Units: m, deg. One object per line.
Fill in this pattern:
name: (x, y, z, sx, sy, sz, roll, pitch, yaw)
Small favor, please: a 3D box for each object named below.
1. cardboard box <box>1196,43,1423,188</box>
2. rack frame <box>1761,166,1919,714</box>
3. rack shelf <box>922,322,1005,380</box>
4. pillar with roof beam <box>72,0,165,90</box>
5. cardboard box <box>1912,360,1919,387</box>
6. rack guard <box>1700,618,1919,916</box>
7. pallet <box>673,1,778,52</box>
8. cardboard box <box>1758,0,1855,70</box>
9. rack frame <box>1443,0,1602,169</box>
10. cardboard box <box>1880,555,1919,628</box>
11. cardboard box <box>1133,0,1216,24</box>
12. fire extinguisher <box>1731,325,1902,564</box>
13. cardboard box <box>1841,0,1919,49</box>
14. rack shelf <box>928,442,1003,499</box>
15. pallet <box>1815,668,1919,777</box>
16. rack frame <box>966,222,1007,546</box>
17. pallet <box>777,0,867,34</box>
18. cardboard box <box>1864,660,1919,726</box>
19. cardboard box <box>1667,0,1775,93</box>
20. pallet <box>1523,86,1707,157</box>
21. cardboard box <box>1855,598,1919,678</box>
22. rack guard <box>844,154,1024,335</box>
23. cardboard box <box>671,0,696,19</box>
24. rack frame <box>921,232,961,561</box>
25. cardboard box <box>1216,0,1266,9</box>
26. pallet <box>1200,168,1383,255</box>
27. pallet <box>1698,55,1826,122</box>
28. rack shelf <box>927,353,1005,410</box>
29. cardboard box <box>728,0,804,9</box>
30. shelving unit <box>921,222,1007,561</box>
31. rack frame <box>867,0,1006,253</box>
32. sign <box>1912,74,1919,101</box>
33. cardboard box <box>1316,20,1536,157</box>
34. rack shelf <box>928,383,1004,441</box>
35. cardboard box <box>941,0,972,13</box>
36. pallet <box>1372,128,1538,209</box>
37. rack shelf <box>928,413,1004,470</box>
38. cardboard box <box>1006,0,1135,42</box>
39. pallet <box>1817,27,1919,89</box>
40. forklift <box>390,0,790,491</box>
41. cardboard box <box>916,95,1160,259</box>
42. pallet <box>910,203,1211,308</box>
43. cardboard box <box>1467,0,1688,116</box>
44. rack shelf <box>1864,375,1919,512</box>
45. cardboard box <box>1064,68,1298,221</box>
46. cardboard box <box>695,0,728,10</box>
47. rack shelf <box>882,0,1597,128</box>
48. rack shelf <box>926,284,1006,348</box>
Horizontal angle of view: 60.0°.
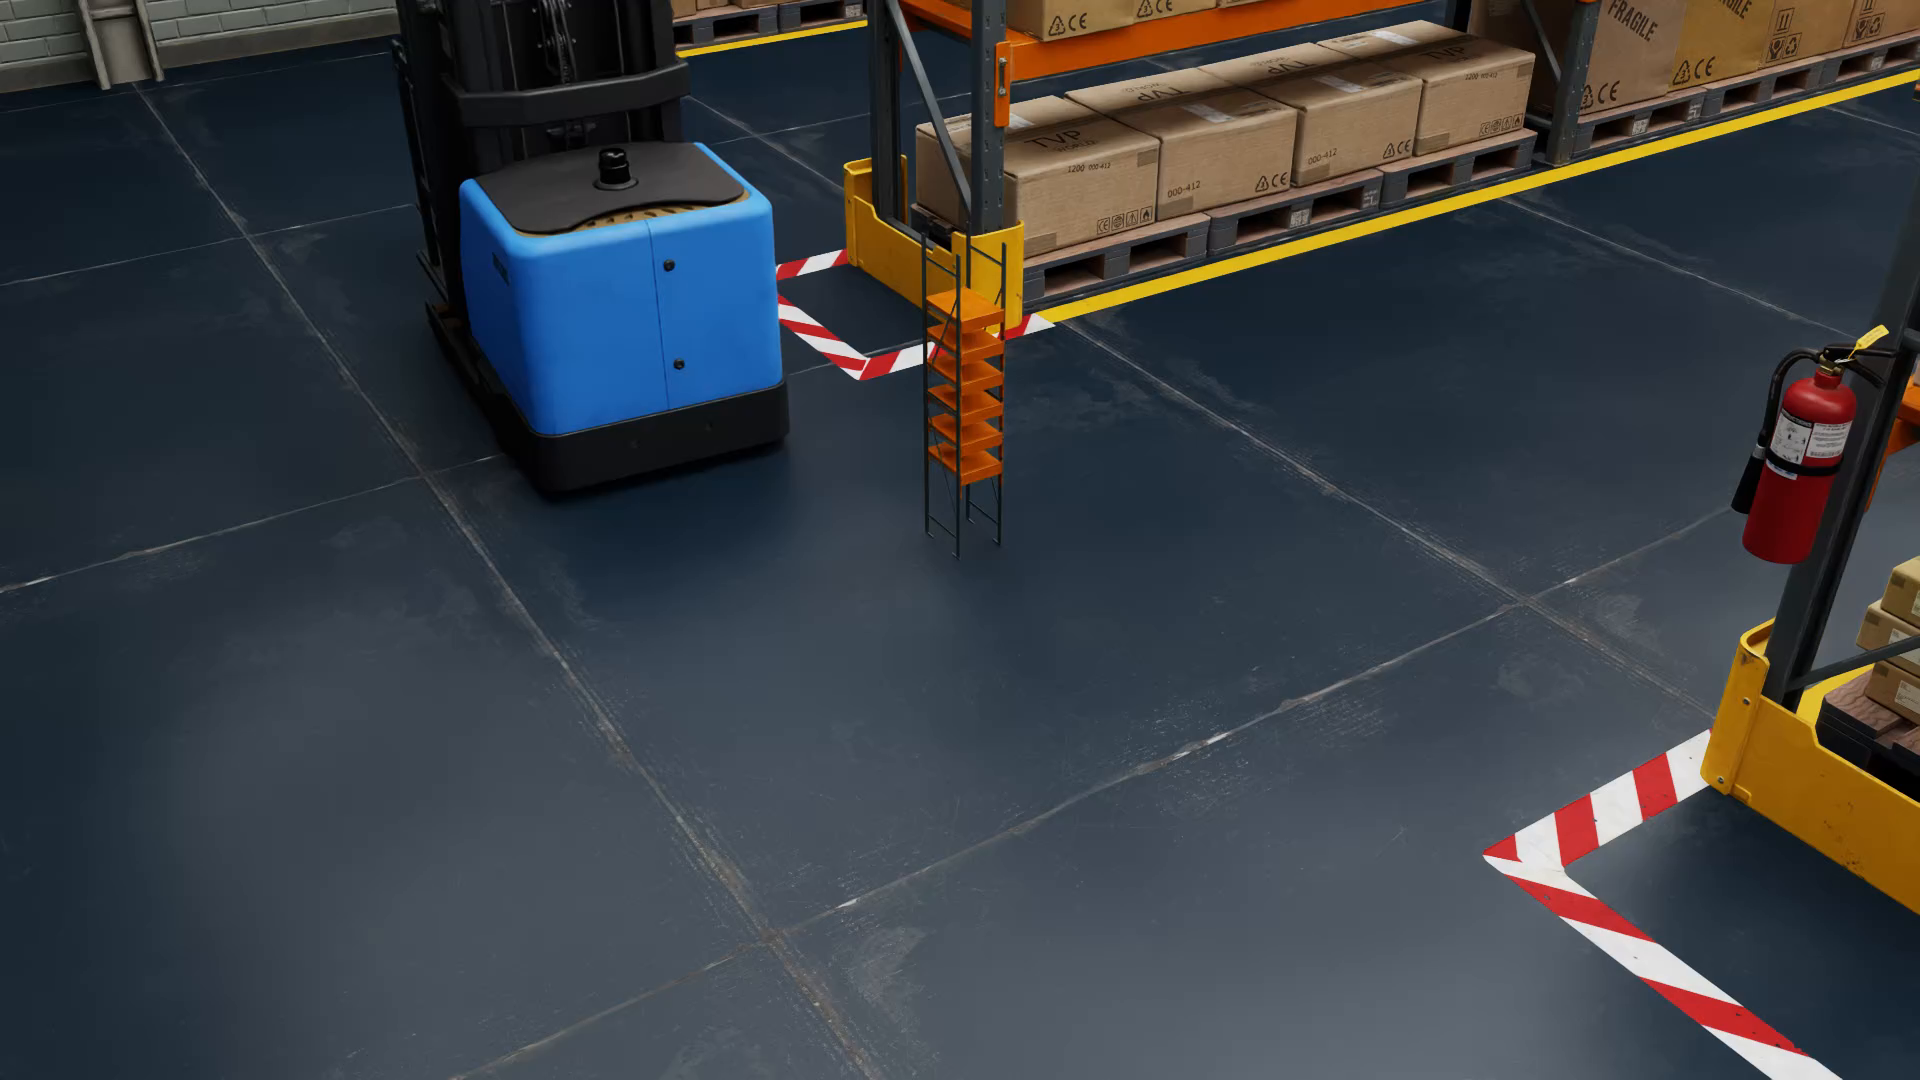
cardboard box: (1.902, -2.367, 9.198, 0.875, 0.438, 0.875, -20, 37, -29)
rack frame: (2.645, -0.318, 3.943, 0.127, 3.000, 1.000, -19, 37, -27)
rack shelf: (0.012, -0.677, 5.832, 0.180, 0.103, 0.258, -19, 37, -27)
pillar with roof beam: (-3.236, -4.965, 5.687, 0.400, 9.000, 9.100, -19, 37, -27)
cardboard box: (2.766, -0.433, 4.361, 0.250, 0.149, 0.380, -19, 37, -27)
rack guard: (2.709, 0.717, 4.645, 0.348, 0.500, 1.175, -19, 37, -27)
pallet: (-2.081, -3.807, 12.088, 1.213, 0.211, 1.003, -19, 37, -27)
cardboard box: (5.225, -3.682, 10.873, 0.875, 0.875, 0.875, -19, 37, -27)
rack frame: (3.240, -3.665, 9.249, 0.127, 3.000, 1.000, -19, 37, -27)
cardboard box: (2.953, 0.191, 4.856, 0.250, 0.149, 0.380, -19, 37, -27)
cardboard box: (0.847, -2.720, 7.657, 0.500, 0.500, 0.500, -20, 37, -28)
fire extinguisher: (2.183, -0.262, 4.276, 0.183, 0.674, 0.296, -19, 37, -27)
cardboard box: (5.977, -3.938, 11.279, 0.875, 0.875, 0.875, -19, 37, -28)
rack shelf: (0.012, -0.271, 6.088, 0.180, 0.103, 0.258, -19, 37, -27)
pallet: (3.411, 0.620, 5.069, 1.213, 0.211, 1.003, -19, 37, -27)
rack frame: (0.089, -0.538, 5.978, 0.006, 1.200, 0.240, -19, 37, -27)
pallet: (-1.056, -4.158, 12.643, 1.213, 0.211, 1.003, -19, 37, -27)
cardboard box: (2.975, 0.464, 4.981, 0.250, 0.149, 0.380, -18, 37, -26)
cardboard box: (4.473, -3.424, 10.464, 0.875, 0.875, 0.875, -18, 36, -26)
pallet: (3.848, -2.743, 10.400, 1.213, 0.211, 1.003, -19, 37, -27)
cardboard box: (2.934, 0.303, 4.957, 0.250, 0.149, 0.380, -20, 37, -29)
rack guard: (-0.142, -1.445, 8.072, 0.348, 0.500, 1.175, -19, 37, -27)
cardboard box: (-2.249, -3.990, 11.710, 0.637, 0.503, 0.797, -21, 38, -29)
rack frame: (-0.065, -0.485, 5.895, 0.006, 1.200, 0.240, -19, 37, -27)
cardboard box: (1.285, -2.859, 7.877, 0.500, 0.500, 0.500, -19, 37, -28)
pallet: (1.532, -1.946, 9.137, 1.213, 0.211, 1.003, -19, 37, -27)
pallet: (4.874, -3.097, 10.962, 1.213, 0.211, 1.003, -19, 37, -27)
rack shelf: (0.012, -0.576, 5.896, 0.180, 0.103, 0.258, -19, 37, -27)
cardboard box: (-1.509, -4.218, 12.075, 0.500, 0.500, 0.700, -17, 36, -25)
shelving unit: (0.012, -0.512, 5.937, 0.189, 1.200, 0.258, -19, 37, -27)
rack frame: (-0.122, -2.509, 7.416, 0.127, 3.000, 1.000, -19, 37, -27)
sign: (2.361, -1.196, 3.954, 0.005, 0.325, 0.100, -19, 37, -27)
cardboard box: (2.654, -2.626, 9.609, 0.875, 0.438, 0.875, -20, 37, -28)
rack shelf: (0.012, -0.474, 5.960, 0.180, 0.103, 0.258, -19, 37, -27)
cardboard box: (0.140, -2.809, 7.798, 0.500, 0.500, 0.500, -19, 37, -27)
pallet: (2.559, -2.301, 9.700, 1.213, 0.211, 1.003, -19, 37, -27)
rack shelf: (0.012, -0.373, 6.024, 0.180, 0.103, 0.258, -19, 37, -27)
cardboard box: (0.437, -2.561, 7.405, 0.500, 0.500, 0.500, -19, 37, -28)
pallet: (5.899, -3.448, 11.518, 1.213, 0.211, 1.003, -19, 37, -27)
forklift: (-1.827, -2.191, 6.977, 1.130, 2.935, 3.031, -16, 35, -23)
cardboard box: (0.379, -1.839, 8.361, 0.875, 0.438, 0.875, -20, 38, -29)
pallet: (0.508, -1.596, 8.582, 1.213, 0.211, 1.003, -19, 37, -27)
cardboard box: (3.718, -3.159, 10.045, 0.875, 0.875, 0.875, -18, 36, -26)
rack shelf: (4.326, -0.592, 5.052, 4.000, 0.370, 1.077, -19, 37, -27)
cardboard box: (1.143, -2.107, 8.786, 0.875, 0.438, 0.875, -18, 36, -26)
cardboard box: (-1.871, -3.945, 11.971, 0.250, 0.149, 0.380, -21, 38, -29)
rack shelf: (1.559, -2.783, 8.524, 4.000, 0.370, 1.077, -19, 37, -27)
rack shelf: (0.012, -0.779, 5.768, 0.180, 0.103, 0.258, -19, 37, -27)
